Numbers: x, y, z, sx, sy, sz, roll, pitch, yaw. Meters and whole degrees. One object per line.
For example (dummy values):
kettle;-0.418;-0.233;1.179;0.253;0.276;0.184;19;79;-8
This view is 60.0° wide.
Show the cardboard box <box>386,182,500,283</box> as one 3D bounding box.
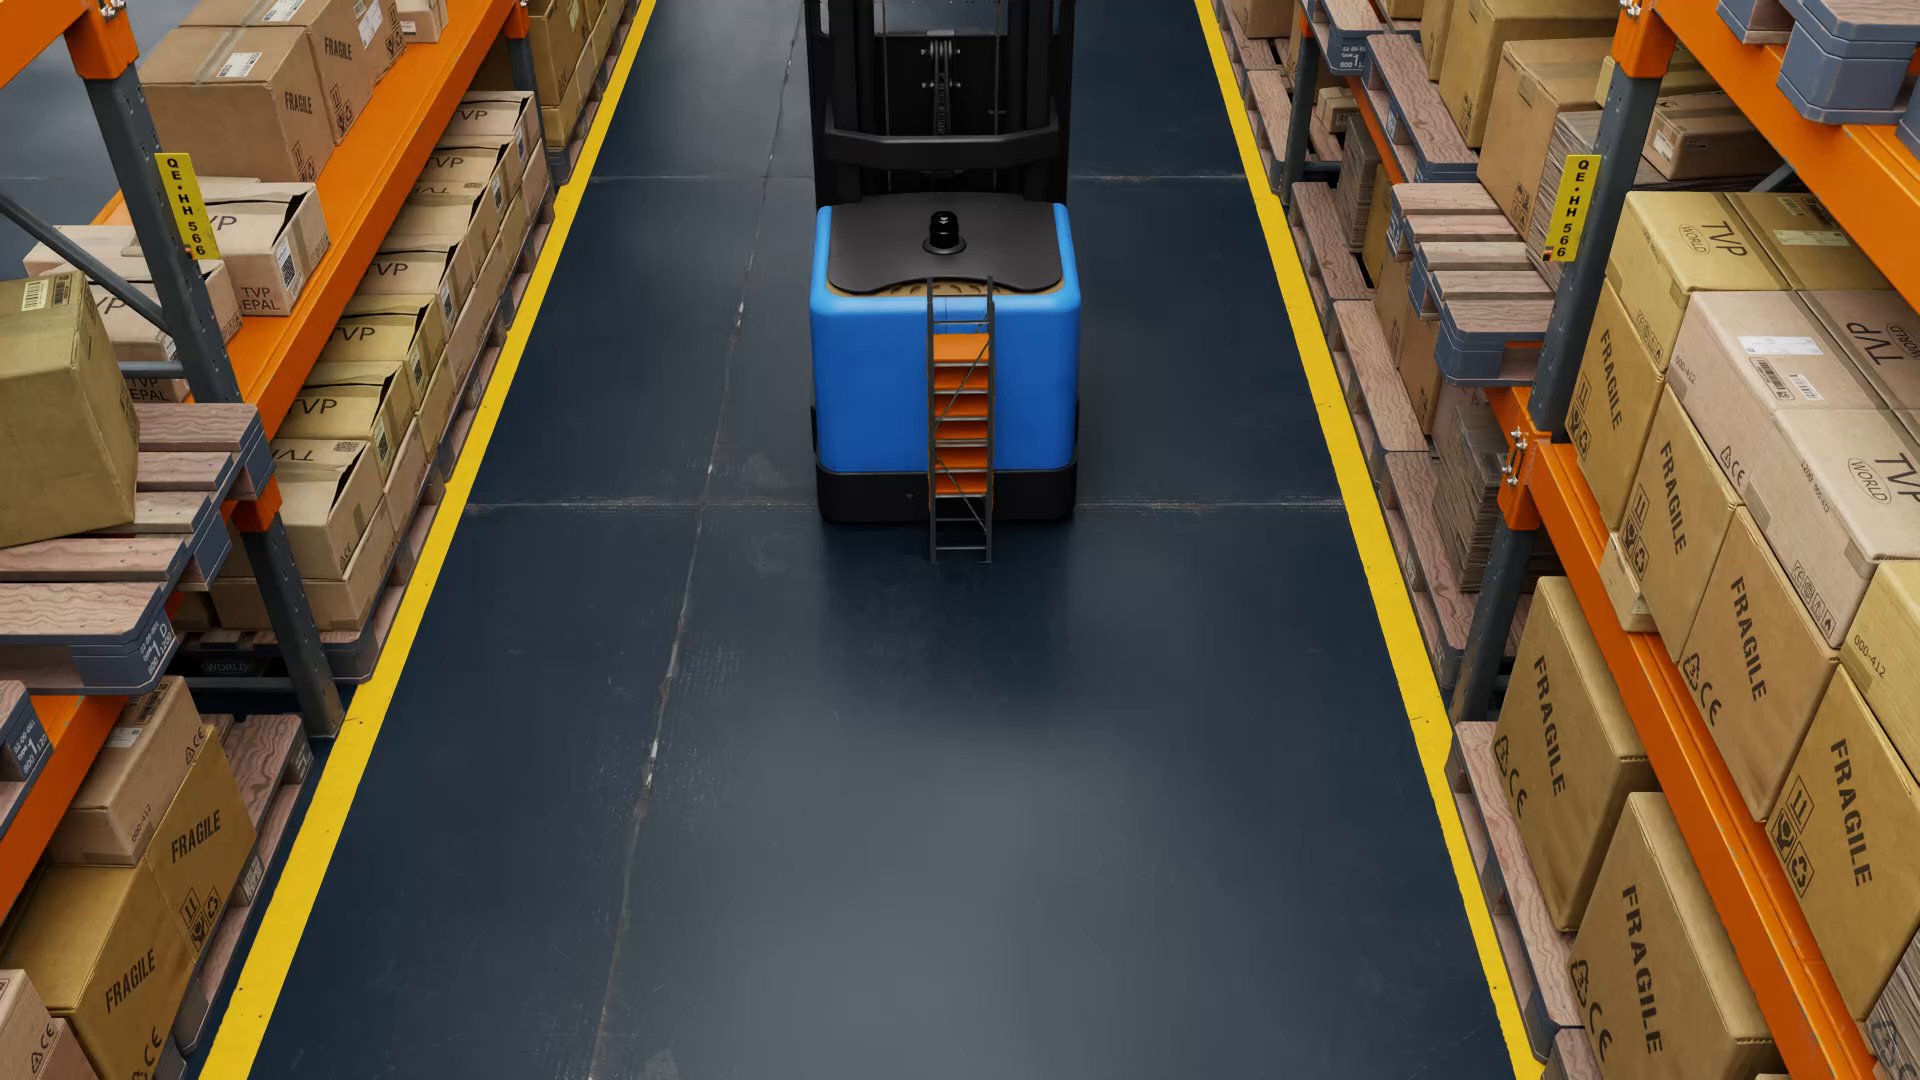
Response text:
cardboard box;-2.415;-1.423;7.541;0.500;0.311;0.500;0;39;0

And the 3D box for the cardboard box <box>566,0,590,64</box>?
cardboard box;-2.403;-2.990;9.346;0.500;0.500;0.500;0;39;0

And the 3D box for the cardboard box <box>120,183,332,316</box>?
cardboard box;-2.510;-1.027;5.704;0.500;0.311;0.500;0;39;-1

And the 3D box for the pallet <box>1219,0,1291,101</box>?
pallet;2.206;-3.106;10.457;1.003;0.211;1.213;0;39;0

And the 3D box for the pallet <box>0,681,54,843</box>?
pallet;-2.696;0.789;3.520;1.003;0.211;1.213;0;39;0

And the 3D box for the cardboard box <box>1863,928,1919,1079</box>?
cardboard box;2.000;0.909;2.883;0.500;0.500;0.500;0;39;0

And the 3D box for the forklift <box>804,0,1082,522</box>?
forklift;-0.088;-2.113;7.043;1.130;2.935;3.031;-1;39;-1

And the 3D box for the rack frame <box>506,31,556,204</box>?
rack frame;-2.707;-3.004;8.099;1.000;3.000;0.127;0;39;0

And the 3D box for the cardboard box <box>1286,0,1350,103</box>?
cardboard box;2.205;-2.855;9.561;0.500;0.500;0.500;-3;39;-3

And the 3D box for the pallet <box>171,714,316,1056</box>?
pallet;-2.740;1.053;5.267;1.003;0.211;1.213;0;39;0

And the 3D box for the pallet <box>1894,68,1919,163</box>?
pallet;2.309;-0.503;2.731;1.003;0.211;1.213;2;39;2

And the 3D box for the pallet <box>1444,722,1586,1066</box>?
pallet;2.176;1.073;5.242;1.003;0.211;1.213;0;39;0

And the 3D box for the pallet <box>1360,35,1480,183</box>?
pallet;2.208;-1.671;6.590;1.003;0.211;1.213;0;39;0

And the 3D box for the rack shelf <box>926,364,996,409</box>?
rack shelf;0.002;-0.583;6.205;0.258;0.103;0.180;-1;39;-1

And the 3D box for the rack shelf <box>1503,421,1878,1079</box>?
rack shelf;2.253;1.023;3.650;1.077;0.370;4.000;0;39;0

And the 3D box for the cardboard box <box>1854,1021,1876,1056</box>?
cardboard box;2.026;0.912;3.399;0.380;0.149;0.250;1;39;1

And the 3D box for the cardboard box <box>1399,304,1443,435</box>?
cardboard box;2.285;-0.787;6.981;0.700;0.500;0.500;0;39;0

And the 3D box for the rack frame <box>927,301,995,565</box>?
rack frame;0.004;-0.373;6.256;0.240;1.200;0.006;-1;39;-1

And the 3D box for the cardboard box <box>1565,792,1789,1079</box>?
cardboard box;2.115;1.175;4.269;0.750;0.750;0.750;0;39;0

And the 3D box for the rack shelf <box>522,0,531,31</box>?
rack shelf;-2.710;-3.974;9.885;1.077;0.370;4.000;0;39;0

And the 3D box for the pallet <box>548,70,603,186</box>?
pallet;-2.666;-2.413;9.592;1.003;0.211;1.213;0;39;0

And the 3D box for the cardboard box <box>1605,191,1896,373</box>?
cardboard box;1.994;-0.661;4.243;0.500;0.250;0.500;1;39;1

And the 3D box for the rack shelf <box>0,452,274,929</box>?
rack shelf;-2.701;1.029;3.642;1.077;0.370;4.000;0;39;0

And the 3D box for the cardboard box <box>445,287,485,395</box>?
cardboard box;-2.418;-0.881;7.313;0.500;0.250;0.500;1;39;1

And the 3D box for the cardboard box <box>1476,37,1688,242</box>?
cardboard box;2.213;-1.362;5.619;0.700;0.500;0.500;-3;39;-4

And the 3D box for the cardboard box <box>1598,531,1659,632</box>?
cardboard box;1.927;0.112;4.396;0.380;0.149;0.250;1;39;1

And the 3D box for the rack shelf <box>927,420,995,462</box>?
rack shelf;0.002;-0.396;6.355;0.258;0.103;0.180;-1;39;-1

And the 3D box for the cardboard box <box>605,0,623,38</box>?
cardboard box;-2.402;-3.323;10.361;0.500;0.250;0.500;0;39;0

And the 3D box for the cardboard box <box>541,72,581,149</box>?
cardboard box;-2.405;-2.385;9.190;0.500;0.250;0.500;0;39;0

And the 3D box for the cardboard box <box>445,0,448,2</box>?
cardboard box;-2.663;-2.637;7.762;0.500;0.250;0.500;2;39;3

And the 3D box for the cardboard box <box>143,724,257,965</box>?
cardboard box;-2.467;0.886;4.892;0.500;0.500;0.500;1;39;2

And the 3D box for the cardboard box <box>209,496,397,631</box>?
cardboard box;-2.410;0.079;6.115;0.500;0.250;0.500;0;39;0

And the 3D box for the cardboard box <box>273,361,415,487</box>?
cardboard box;-2.419;-0.468;6.350;0.500;0.311;0.500;-1;39;-1

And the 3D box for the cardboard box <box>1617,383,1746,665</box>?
cardboard box;1.987;-0.039;4.067;0.500;0.500;0.500;1;39;1

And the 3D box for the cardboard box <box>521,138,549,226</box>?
cardboard box;-2.417;-1.835;8.505;0.500;0.250;0.500;0;39;0

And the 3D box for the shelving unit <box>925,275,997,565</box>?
shelving unit;0.002;-0.430;6.328;0.258;1.200;0.189;-1;39;-1

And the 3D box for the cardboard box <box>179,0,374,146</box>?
cardboard box;-2.722;-1.920;6.667;0.500;0.500;0.500;0;39;0

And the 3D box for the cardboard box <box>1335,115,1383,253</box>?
cardboard box;2.264;-1.745;8.176;0.700;0.500;0.500;1;39;1

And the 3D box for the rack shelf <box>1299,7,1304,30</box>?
rack shelf;2.244;-3.979;9.892;1.077;0.370;4.000;0;39;0

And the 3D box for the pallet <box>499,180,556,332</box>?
pallet;-2.668;-1.455;8.396;1.003;0.211;1.213;0;39;0

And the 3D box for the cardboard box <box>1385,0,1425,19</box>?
cardboard box;2.206;-2.552;7.105;0.700;0.500;0.500;4;39;5
